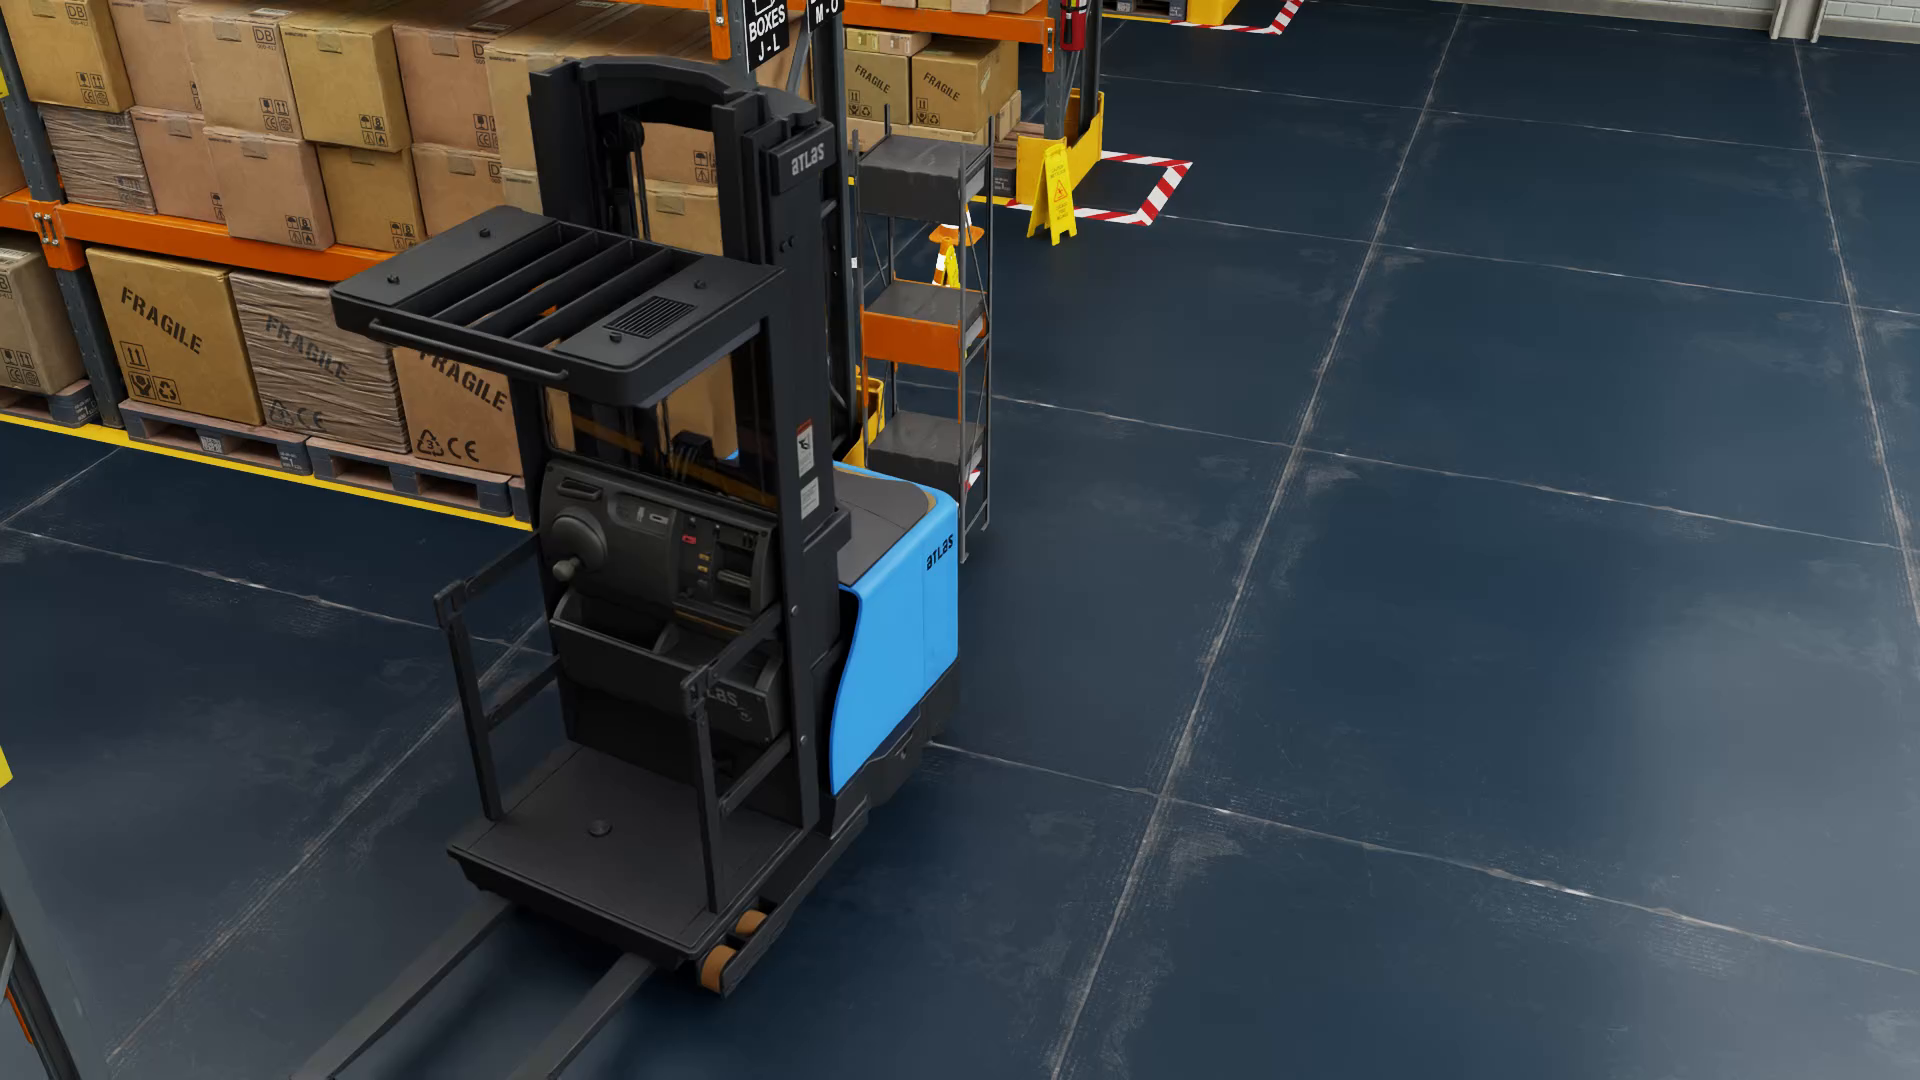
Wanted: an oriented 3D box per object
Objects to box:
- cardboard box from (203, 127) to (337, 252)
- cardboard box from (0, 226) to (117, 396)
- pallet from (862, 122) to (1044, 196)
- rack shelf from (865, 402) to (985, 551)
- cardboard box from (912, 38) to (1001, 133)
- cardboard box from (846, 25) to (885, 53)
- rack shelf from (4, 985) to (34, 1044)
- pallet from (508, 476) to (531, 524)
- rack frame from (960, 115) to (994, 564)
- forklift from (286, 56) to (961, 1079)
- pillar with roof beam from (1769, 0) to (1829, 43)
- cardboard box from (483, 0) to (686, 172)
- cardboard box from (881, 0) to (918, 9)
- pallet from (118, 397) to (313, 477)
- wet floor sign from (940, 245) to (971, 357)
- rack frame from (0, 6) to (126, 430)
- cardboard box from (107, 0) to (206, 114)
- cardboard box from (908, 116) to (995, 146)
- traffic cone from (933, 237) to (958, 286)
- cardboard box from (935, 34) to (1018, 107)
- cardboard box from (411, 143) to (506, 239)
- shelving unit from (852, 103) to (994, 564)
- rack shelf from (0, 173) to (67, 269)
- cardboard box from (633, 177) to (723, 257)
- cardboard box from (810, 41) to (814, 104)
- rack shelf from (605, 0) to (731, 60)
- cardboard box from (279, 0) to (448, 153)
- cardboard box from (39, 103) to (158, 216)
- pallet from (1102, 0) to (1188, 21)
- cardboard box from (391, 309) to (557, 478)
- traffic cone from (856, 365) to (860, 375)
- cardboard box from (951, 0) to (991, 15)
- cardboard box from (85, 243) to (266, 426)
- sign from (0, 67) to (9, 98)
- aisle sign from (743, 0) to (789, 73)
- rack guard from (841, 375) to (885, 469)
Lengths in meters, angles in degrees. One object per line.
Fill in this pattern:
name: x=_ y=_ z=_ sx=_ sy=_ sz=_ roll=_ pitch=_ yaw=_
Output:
cardboard box: x=-3.178 y=-1.887 z=8.268 sx=0.550 sy=0.550 sz=0.875 roll=11 pitch=34 yaw=16
cardboard box: x=-5.138 y=-1.432 z=9.389 sx=0.750 sy=0.750 sz=1.050 roll=11 pitch=34 yaw=16
pallet: x=-0.007 y=-2.956 z=12.634 sx=1.213 sy=0.211 sz=1.003 roll=11 pitch=34 yaw=16
rack shelf: x=-0.156 y=-0.313 z=8.114 sx=0.480 sy=0.518 sz=0.431 roll=11 pitch=34 yaw=16
cardboard box: x=-0.025 y=-3.297 z=12.047 sx=0.500 sy=0.500 sz=0.500 roll=11 pitch=35 yaw=17
cardboard box: x=-0.629 y=-3.650 z=11.996 sx=0.250 sy=0.149 sz=0.380 roll=12 pitch=35 yaw=17
rack shelf: x=-4.409 y=1.049 z=4.522 sx=4.000 sy=0.370 sz=1.077 roll=11 pitch=34 yaw=16
pallet: x=-1.537 y=-0.336 z=8.576 sx=1.213 sy=0.211 sz=1.003 roll=11 pitch=34 yaw=16
rack frame: x=0.074 y=-0.868 z=7.658 sx=0.015 sy=2.100 sz=0.400 roll=11 pitch=34 yaw=16
forklift: x=-1.132 y=0.070 z=5.440 sx=1.130 sy=2.935 sz=3.031 roll=16 pitch=36 yaw=23
pillar with roof beam: x=6.333 y=-6.294 z=9.702 sx=0.400 sy=9.000 sz=9.100 roll=11 pitch=34 yaw=16
cardboard box: x=-1.643 y=-2.059 z=7.540 sx=0.550 sy=0.550 sz=0.875 roll=11 pitch=34 yaw=16
cardboard box: x=-0.370 y=-3.880 z=11.726 sx=0.250 sy=0.149 sz=0.380 roll=12 pitch=35 yaw=17
pallet: x=-3.834 y=-0.782 z=9.267 sx=1.213 sy=0.211 sz=1.003 roll=11 pitch=34 yaw=16
wet floor sign: x=-0.062 y=-1.418 z=9.851 sx=0.232 sy=0.644 sz=0.267 roll=5 pitch=33 yaw=8
rack frame: x=-4.523 y=-2.133 z=8.788 sx=0.127 sy=3.000 sz=1.000 roll=11 pitch=34 yaw=16
cardboard box: x=-3.630 y=-2.523 z=8.259 sx=0.550 sy=0.550 sz=0.875 roll=11 pitch=34 yaw=16
cardboard box: x=-0.057 y=-2.983 z=12.253 sx=0.500 sy=0.250 sz=0.500 roll=11 pitch=34 yaw=16
traffic cone: x=-0.077 y=-1.672 z=10.413 sx=0.334 sy=0.463 sz=0.336 roll=11 pitch=34 yaw=16
cardboard box: x=0.129 y=-3.576 z=12.480 sx=0.500 sy=0.500 sz=0.500 roll=10 pitch=34 yaw=15
cardboard box: x=-2.132 y=-1.765 z=8.080 sx=0.550 sy=0.550 sz=0.875 roll=11 pitch=34 yaw=16
shelving unit: x=-0.156 y=-0.912 z=7.727 sx=0.503 sy=2.100 sz=0.431 roll=11 pitch=34 yaw=16
rack shelf: x=-6.406 y=-2.197 z=9.550 sx=4.000 sy=0.370 sz=1.077 roll=11 pitch=34 yaw=16
cardboard box: x=-1.122 y=-1.509 z=7.683 sx=0.550 sy=0.550 sz=0.875 roll=11 pitch=34 yaw=16
cardboard box: x=-0.990 y=-3.486 z=12.341 sx=0.500 sy=0.500 sz=0.500 roll=10 pitch=34 yaw=15
rack shelf: x=-2.640 y=-2.725 z=7.603 sx=4.000 sy=0.370 sz=1.077 roll=11 pitch=34 yaw=16
cardboard box: x=-2.667 y=-2.261 z=7.853 sx=0.500 sy=0.550 sz=0.875 roll=11 pitch=34 yaw=16
cardboard box: x=-4.172 y=-2.135 z=8.652 sx=0.550 sy=0.550 sz=0.875 roll=11 pitch=34 yaw=16
pallet: x=1.754 y=-5.429 z=16.464 sx=1.213 sy=0.211 sz=1.003 roll=11 pitch=34 yaw=16
cardboard box: x=-2.247 y=-0.935 z=8.505 sx=0.875 sy=0.875 sz=0.875 roll=10 pitch=34 yaw=16
traffic cone: x=-0.779 y=-1.157 z=9.616 sx=0.334 sy=0.463 sz=0.336 roll=11 pitch=34 yaw=16
cardboard box: x=0.117 y=-3.790 z=11.587 sx=0.250 sy=0.149 sz=0.380 roll=11 pitch=34 yaw=16
cardboard box: x=-3.955 y=-1.266 z=9.017 sx=0.875 sy=0.875 sz=0.875 roll=12 pitch=35 yaw=17
sign: x=-4.697 y=-2.307 z=8.064 sx=0.005 sy=0.325 sz=0.100 roll=11 pitch=34 yaw=16
aisle sign: x=-0.792 y=-2.327 z=6.692 sx=0.004 sy=0.787 sz=0.394 roll=11 pitch=34 yaw=16
rack guard: x=-0.735 y=-0.346 z=8.326 sx=0.348 sy=0.500 sz=1.175 roll=11 pitch=34 yaw=16
